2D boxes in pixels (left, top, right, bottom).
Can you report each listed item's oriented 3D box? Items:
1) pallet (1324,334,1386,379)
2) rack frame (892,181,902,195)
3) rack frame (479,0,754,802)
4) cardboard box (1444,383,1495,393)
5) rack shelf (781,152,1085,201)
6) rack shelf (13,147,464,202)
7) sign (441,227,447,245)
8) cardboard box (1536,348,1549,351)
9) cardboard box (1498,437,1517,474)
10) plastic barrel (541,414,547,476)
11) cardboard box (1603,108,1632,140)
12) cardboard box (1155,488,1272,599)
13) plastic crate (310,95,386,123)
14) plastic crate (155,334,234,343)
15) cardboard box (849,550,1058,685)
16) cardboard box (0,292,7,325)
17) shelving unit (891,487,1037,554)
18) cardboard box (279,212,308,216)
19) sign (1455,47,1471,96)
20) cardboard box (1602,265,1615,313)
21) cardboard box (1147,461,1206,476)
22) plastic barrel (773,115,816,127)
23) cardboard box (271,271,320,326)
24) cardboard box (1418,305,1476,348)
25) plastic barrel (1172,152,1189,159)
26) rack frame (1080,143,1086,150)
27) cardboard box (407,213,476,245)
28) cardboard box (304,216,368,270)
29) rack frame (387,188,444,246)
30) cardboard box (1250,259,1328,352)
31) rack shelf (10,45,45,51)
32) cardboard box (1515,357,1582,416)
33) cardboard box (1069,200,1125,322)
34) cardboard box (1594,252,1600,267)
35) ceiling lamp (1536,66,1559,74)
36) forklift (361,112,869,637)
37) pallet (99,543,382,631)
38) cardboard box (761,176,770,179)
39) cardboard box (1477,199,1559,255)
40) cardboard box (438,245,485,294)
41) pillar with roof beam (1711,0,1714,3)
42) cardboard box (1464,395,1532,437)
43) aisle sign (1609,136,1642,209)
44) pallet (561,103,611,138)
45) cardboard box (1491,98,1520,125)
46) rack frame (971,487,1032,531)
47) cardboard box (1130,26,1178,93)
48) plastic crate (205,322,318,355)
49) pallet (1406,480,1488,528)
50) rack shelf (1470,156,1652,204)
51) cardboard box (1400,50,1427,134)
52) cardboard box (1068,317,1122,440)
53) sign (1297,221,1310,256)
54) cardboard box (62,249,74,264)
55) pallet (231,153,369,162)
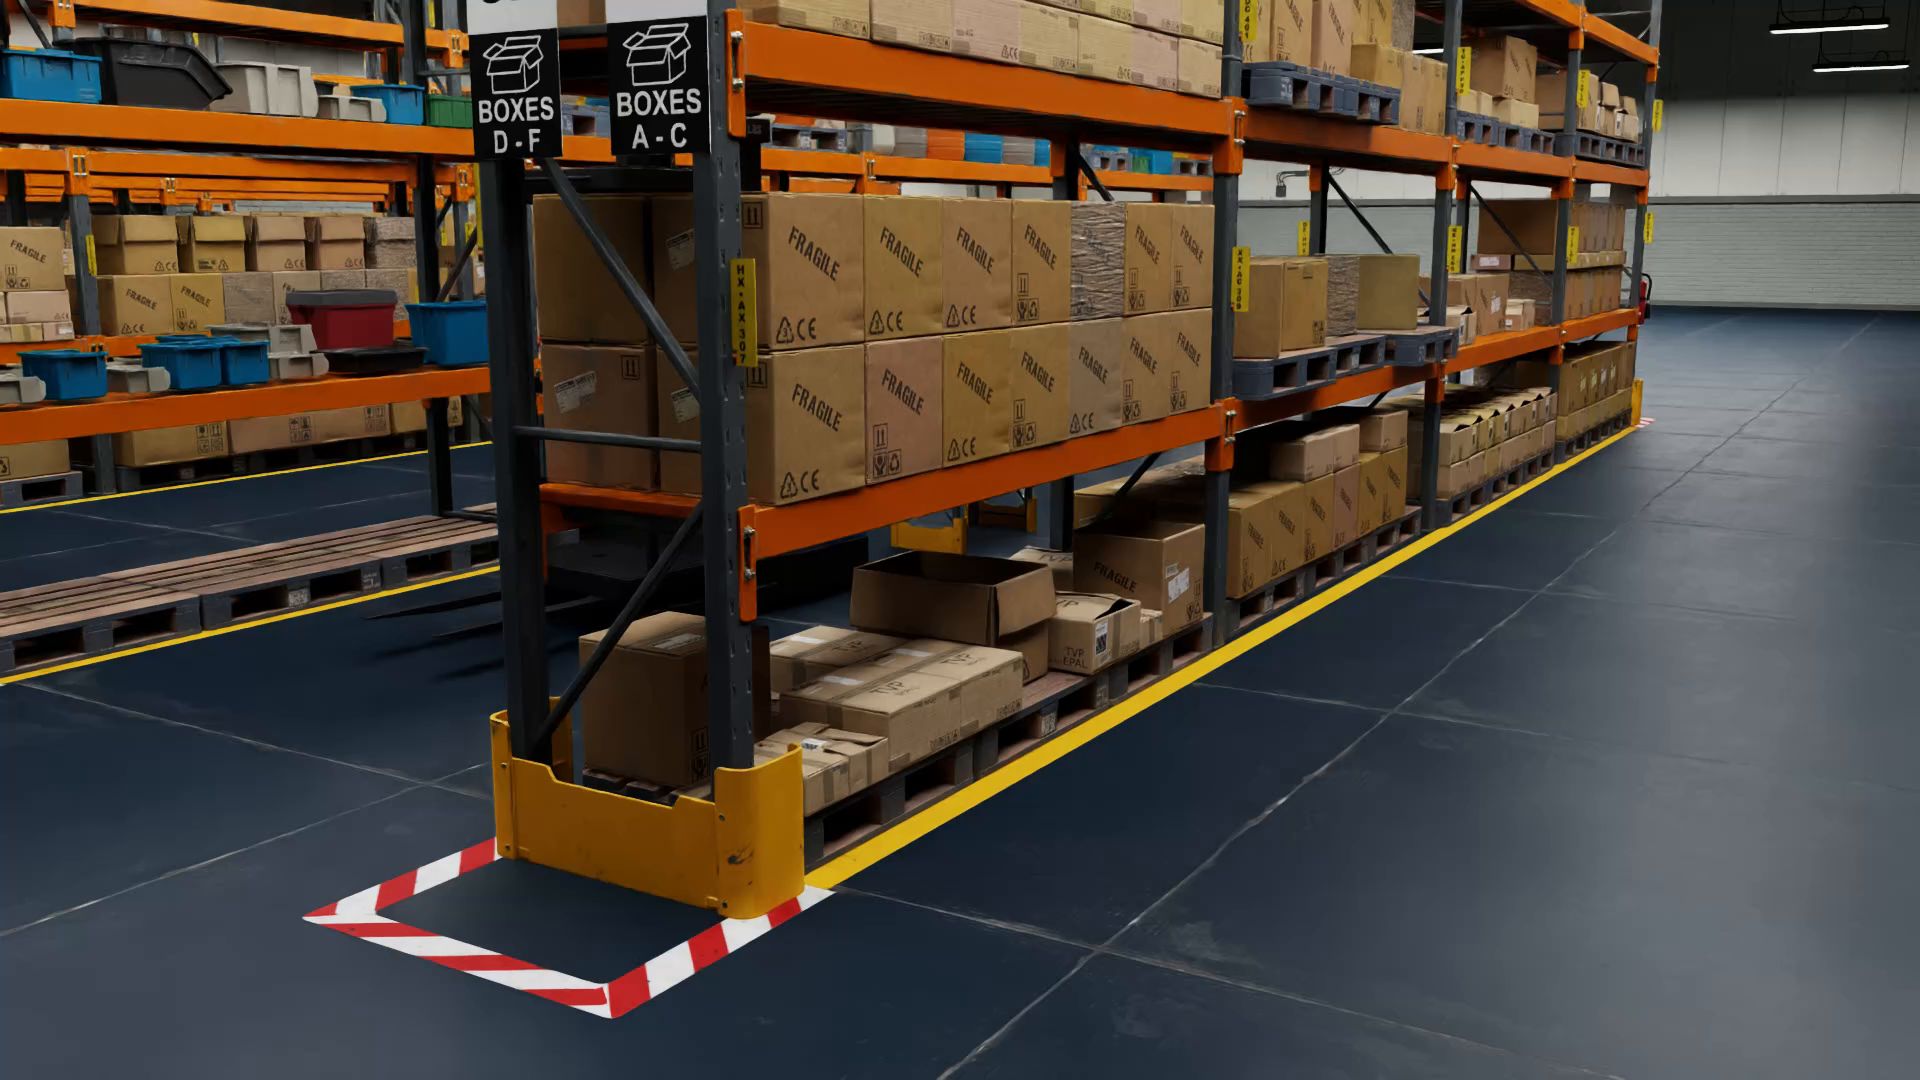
[{"bbox_3d":[2.022,-1.177,10.526,1.003,0.211,1.213,6,12,31],"label":"pallet"},{"bbox_3d":[-1.284,-3.783,23.924,1.000,3.000,0.127,6,12,31],"label":"rack frame"},{"bbox_3d":[-1.126,-0.320,5.424,1.000,3.000,0.127,6,12,31],"label":"rack frame"},{"bbox_3d":[4.677,-1.296,15.448,0.500,0.311,0.500,6,12,31],"label":"cardboard box"},{"bbox_3d":[-0.166,-3.487,16.146,1.077,0.370,4.000,6,12,31],"label":"rack shelf"},{"bbox_3d":[-6.475,-3.331,15.313,1.077,0.370,4.000,6,12,31],"label":"rack shelf"},{"bbox_3d":[-7.078,-4.123,22.812,0.100,0.325,0.005,6,12,31],"label":"sign"},{"bbox_3d":[5.931,-1.761,17.415,0.500,0.500,0.500,6,12,31],"label":"cardboard box"},{"bbox_3d":[4.342,-0.729,13.942,0.500,0.250,0.500,7,13,32],"label":"cardboard box"},{"bbox_3d":[-2.984,-0.681,11.918,0.600,0.901,0.708,6,12,31],"label":"plastic barrel"},{"bbox_3d":[6.520,-4.248,16.977,0.500,0.311,0.500,8,13,37],"label":"cardboard box"},{"bbox_3d":[1.410,0.011,9.256,0.500,0.500,0.500,6,12,28],"label":"cardboard box"},{"bbox_3d":[-3.616,-2.531,9.801,0.293,0.136,0.466,6,12,31],"label":"plastic crate"},{"bbox_3d":[-4.510,-1.088,9.821,0.416,0.233,0.300,6,12,31],"label":"plastic crate"},{"bbox_3d":[-0.020,0.358,7.393,0.797,0.503,0.637,6,12,31],"label":"cardboard box"},{"bbox_3d":[-7.785,-1.792,12.889,0.500,0.250,0.500,7,13,32],"label":"cardboard box"},{"bbox_3d":[0.040,-0.749,11.795,0.587,1.500,1.083,6,12,31],"label":"shelving unit"},{"bbox_3d":[-10.849,-4.991,26.577,0.700,0.500,0.500,6,12,29],"label":"cardboard box"},{"bbox_3d":[3.490,-3.254,11.543,0.100,0.325,0.005,6,12,31],"label":"sign"},{"bbox_3d":[6.659,-2.730,18.027,0.700,0.500,0.500,7,13,32],"label":"cardboard box"},{"bbox_3d":[1.487,-0.197,10.367,0.500,0.500,0.500,7,12,31],"label":"cardboard box"},{"bbox_3d":[-1.501,-3.854,13.846,0.600,0.830,0.708,6,12,31],"label":"plastic barrel"},{"bbox_3d":[-6.277,-2.233,15.372,0.500,0.500,0.500,7,13,32],"label":"cardboard box"},{"bbox_3d":[3.657,-1.656,12.806,0.500,0.311,0.500,6,12,30],"label":"cardboard box"},{"bbox_3d":[2.466,-4.892,20.042,0.600,0.588,0.600,0,11,0],"label":"plastic barrel"},{"bbox_3d":[0.873,-5.629,17.484,1.000,3.000,0.127,6,12,31],"label":"rack frame"},{"bbox_3d":[-7.326,-4.303,23.359,0.875,0.550,0.550,6,12,31],"label":"cardboard box"},{"bbox_3d":[-6.171,-2.851,15.950,0.797,0.503,0.637,7,13,32],"label":"cardboard box"},{"bbox_3d":[-7.547,-3.644,23.180,1.000,3.000,0.127,6,12,31],"label":"rack frame"},{"bbox_3d":[1.691,-1.372,9.631,0.700,0.500,0.500,9,14,40],"label":"cardboard box"},{"bbox_3d":[-10.662,-5.099,17.690,1.077,0.370,4.000,6,12,31],"label":"rack shelf"},{"bbox_3d":[5.613,-1.473,15.880,0.500,0.500,0.500,6,12,31],"label":"cardboard box"},{"bbox_3d":[0.384,-1.225,7.271,0.500,0.500,0.500,6,12,31],"label":"cardboard box"},{"bbox_3d":[6.342,-2.881,17.074,0.380,0.149,0.250,6,12,30],"label":"cardboard box"},{"bbox_3d":[14.849,-13.274,42.455,2.000,3.185,0.800,6,12,31],"label":"ceiling lamp"},{"bbox_3d":[-1.880,-1.006,9.280,1.130,2.935,3.031,8,13,38],"label":"forklift"},{"bbox_3d":[-4.262,0.260,9.906,1.003,0.211,1.213,6,12,31],"label":"pallet"},{"bbox_3d":[-2.637,-4.685,20.996,0.500,0.250,0.500,6,12,30],"label":"cardboard box"},{"bbox_3d":[5.329,-2.964,15.753,0.700,0.500,0.500,6,12,31],"label":"cardboard box"},{"bbox_3d":[-5.191,-2.869,17.630,0.500,0.500,0.500,5,12,24],"label":"cardboard box"},{"bbox_3d":[23.689,-10.249,42.158,9.100,9.000,0.548,6,12,31],"label":"pillar with roof beam"},{"bbox_3d":[4.613,-1.086,14.323,0.500,0.311,0.500,6,12,31],"label":"cardboard box"},{"bbox_3d":[7.466,-4.096,18.532,0.394,0.787,0.004,6,12,31],"label":"aisle sign"},{"bbox_3d":[-2.957,-2.937,11.765,1.213,0.211,1.003,6,12,31],"label":"pallet"},{"bbox_3d":[4.493,-3.631,14.229,0.500,0.250,0.500,5,12,25],"label":"cardboard box"},{"bbox_3d":[0.308,-0.831,12.229,0.500,1.500,0.032,6,12,31],"label":"rack frame"},{"bbox_3d":[0.657,-2.170,7.563,0.500,0.250,0.500,6,12,31],"label":"cardboard box"},{"bbox_3d":[-4.231,-1.171,10.132,0.437,0.282,0.530,6,12,31],"label":"plastic crate"},{"bbox_3d":[3.488,-0.333,13.073,1.003,0.211,1.213,6,12,31],"label":"pallet"},{"bbox_3d":[6.143,-3.642,16.975,1.077,0.370,4.000,6,12,31],"label":"rack shelf"},{"bbox_3d":[2.565,-2.949,11.048,0.910,0.500,0.500,6,12,31],"label":"cardboard box"},{"bbox_3d":[0.379,-0.732,7.358,0.500,0.500,0.500,7,13,32],"label":"cardboard box"},{"bbox_3d":[2.552,-2.199,12.319,0.100,0.325,0.005,6,12,31],"label":"sign"},{"bbox_3d":[-9.890,-3.146,18.447,0.380,0.149,0.250,7,13,32],"label":"cardboard box"},{"bbox_3d":[-6.304,-3.624,15.436,1.003,0.211,1.213,7,13,33],"label":"pallet"}]
